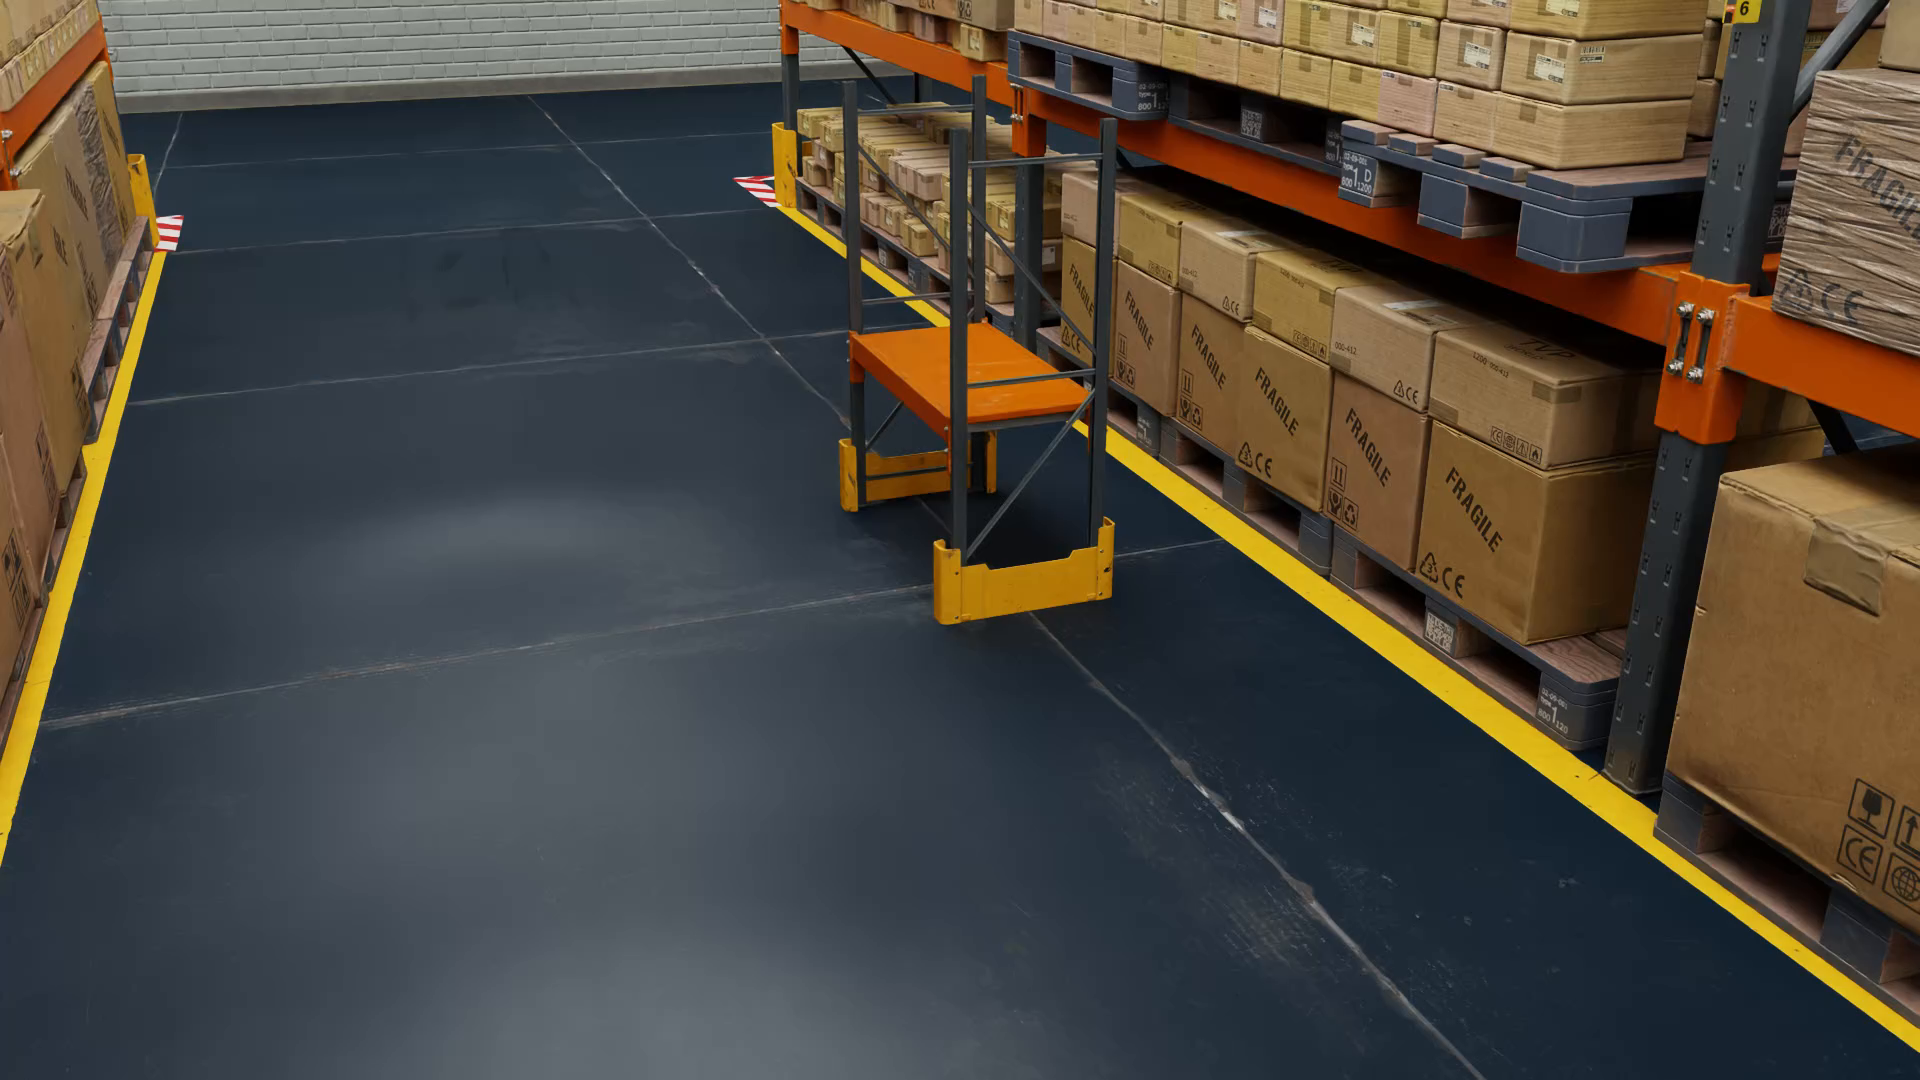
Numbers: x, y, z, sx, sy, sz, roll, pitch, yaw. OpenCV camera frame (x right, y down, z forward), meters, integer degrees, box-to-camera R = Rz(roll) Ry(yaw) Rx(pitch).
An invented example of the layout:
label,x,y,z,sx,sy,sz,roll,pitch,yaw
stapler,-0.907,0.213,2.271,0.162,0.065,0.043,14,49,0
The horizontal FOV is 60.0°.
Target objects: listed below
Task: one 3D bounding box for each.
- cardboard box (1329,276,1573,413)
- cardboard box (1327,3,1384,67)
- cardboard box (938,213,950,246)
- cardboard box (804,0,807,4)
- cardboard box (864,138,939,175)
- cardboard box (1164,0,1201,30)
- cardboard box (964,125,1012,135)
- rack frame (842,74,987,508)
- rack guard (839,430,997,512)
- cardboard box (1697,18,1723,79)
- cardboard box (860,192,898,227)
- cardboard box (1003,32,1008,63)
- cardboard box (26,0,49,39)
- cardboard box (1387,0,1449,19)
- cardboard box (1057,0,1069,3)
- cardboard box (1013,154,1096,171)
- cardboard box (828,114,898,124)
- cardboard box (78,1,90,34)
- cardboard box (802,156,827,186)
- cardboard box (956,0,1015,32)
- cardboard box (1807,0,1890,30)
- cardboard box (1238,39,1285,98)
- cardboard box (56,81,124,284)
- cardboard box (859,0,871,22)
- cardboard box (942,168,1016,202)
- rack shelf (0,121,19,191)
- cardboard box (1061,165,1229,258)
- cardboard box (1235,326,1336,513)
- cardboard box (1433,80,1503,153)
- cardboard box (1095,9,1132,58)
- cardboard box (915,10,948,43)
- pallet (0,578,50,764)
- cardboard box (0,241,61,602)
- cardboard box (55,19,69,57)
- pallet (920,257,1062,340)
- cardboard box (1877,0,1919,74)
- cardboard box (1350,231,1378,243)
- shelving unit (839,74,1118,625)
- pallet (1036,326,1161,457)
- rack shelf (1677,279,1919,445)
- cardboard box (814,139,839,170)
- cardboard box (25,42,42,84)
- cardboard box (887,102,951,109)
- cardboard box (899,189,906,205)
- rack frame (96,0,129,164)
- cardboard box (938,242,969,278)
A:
label,x,y,z,sx,sy,sz,roll,pitch,yaw
cardboard box,1.473,-0.600,5.024,0.500,0.250,0.500,-8,24,-18
cardboard box,1.269,-1.433,4.688,0.380,0.149,0.250,-8,24,-19
cardboard box,0.108,-1.551,8.315,0.380,0.149,0.250,-9,25,-21
cardboard box,-0.741,-3.360,10.183,0.380,0.149,0.250,-7,24,-17
cardboard box,-0.327,-2.167,9.393,0.380,0.149,0.250,-8,24,-18
cardboard box,0.912,-1.804,5.569,0.380,0.149,0.250,-9,24,-20
cardboard box,0.171,-2.353,9.835,0.380,0.149,0.250,-7,24,-17
rack frame,-0.149,-0.845,5.823,0.500,1.500,0.032,-8,24,-19
rack guard,-0.149,-0.268,6.065,0.587,0.250,0.087,-8,24,-19
cardboard box,2.068,-1.335,4.455,0.380,0.149,0.250,-7,24,-16
cardboard box,-0.355,-1.908,9.544,0.380,0.149,0.250,-10,25,-22
cardboard box,0.415,-2.228,7.497,0.380,0.149,0.250,-9,24,-20
cardboard box,-4.221,-2.272,7.088,0.500,0.250,0.500,-8,24,-18
cardboard box,1.367,-1.472,4.398,0.380,0.149,0.250,-8,24,-17
cardboard box,0.538,-2.187,6.476,0.380,0.149,0.250,-9,24,-20
cardboard box,0.503,-1.968,8.921,0.380,0.149,0.250,-8,24,-18
cardboard box,-0.601,-2.559,10.322,0.380,0.149,0.250,-8,24,-18
cardboard box,-4.738,-2.696,8.607,0.380,0.149,0.250,-8,24,-19
cardboard box,-0.792,-2.371,10.643,0.380,0.149,0.250,-8,24,-18
cardboard box,0.300,-2.592,7.526,0.500,0.500,0.500,-8,24,-19
cardboard box,2.165,-1.367,4.147,0.380,0.149,0.250,-8,24,-19
cardboard box,1.096,-1.479,5.180,0.380,0.149,0.250,-8,24,-17
cardboard box,-4.731,-1.744,8.220,0.875,0.875,0.875,-8,24,-19
cardboard box,-0.343,-2.984,9.292,0.380,0.149,0.250,-9,24,-20
cardboard box,0.125,-1.801,8.526,0.380,0.149,0.250,-8,24,-17
rack shelf,-3.234,-0.570,4.166,1.077,0.370,4.000,-8,24,-19
cardboard box,0.749,-1.354,6.814,0.500,0.250,0.500,-9,25,-21
cardboard box,1.289,-0.443,5.616,0.500,0.500,0.500,-9,25,-21
cardboard box,1.458,-1.103,4.287,0.380,0.149,0.250,-8,24,-19
cardboard box,0.720,-1.861,6.086,0.380,0.149,0.250,-8,24,-18
cardboard box,-0.008,-2.603,8.388,0.380,0.149,0.250,-9,25,-21
pallet,-3.163,0.371,4.598,1.003,0.211,1.213,-8,24,-19
cardboard box,-3.379,-0.288,4.767,1.225,0.875,0.875,-9,25,-21
cardboard box,-4.380,-2.326,7.730,0.380,0.149,0.250,-8,24,-18
pallet,0.465,-1.226,8.387,1.003,0.211,1.213,-8,24,-19
cardboard box,2.298,-1.161,3.226,0.700,0.500,0.500,-8,24,-19
cardboard box,1.604,-1.044,6.078,0.500,0.250,0.500,-9,25,-21
shelving unit,0.027,-0.663,5.393,0.587,1.500,1.083,-8,24,-19
pallet,1.012,-0.704,7.149,1.003,0.211,1.213,-8,24,-19
rack shelf,2.855,0.240,2.246,1.077,0.370,4.000,-8,24,-19
cardboard box,-0.689,-2.409,10.351,0.380,0.149,0.250,-8,24,-19
cardboard box,-4.015,-1.952,6.842,0.380,0.149,0.250,-9,24,-20
cardboard box,-0.254,-2.722,10.709,0.380,0.149,0.250,-8,24,-18
cardboard box,-0.127,-1.949,9.258,0.380,0.149,0.250,-7,24,-16
rack frame,-5.354,-3.082,9.199,1.000,3.000,0.127,-8,24,-19
cardboard box,0.111,-1.441,8.436,0.380,0.149,0.250,-9,25,-21
